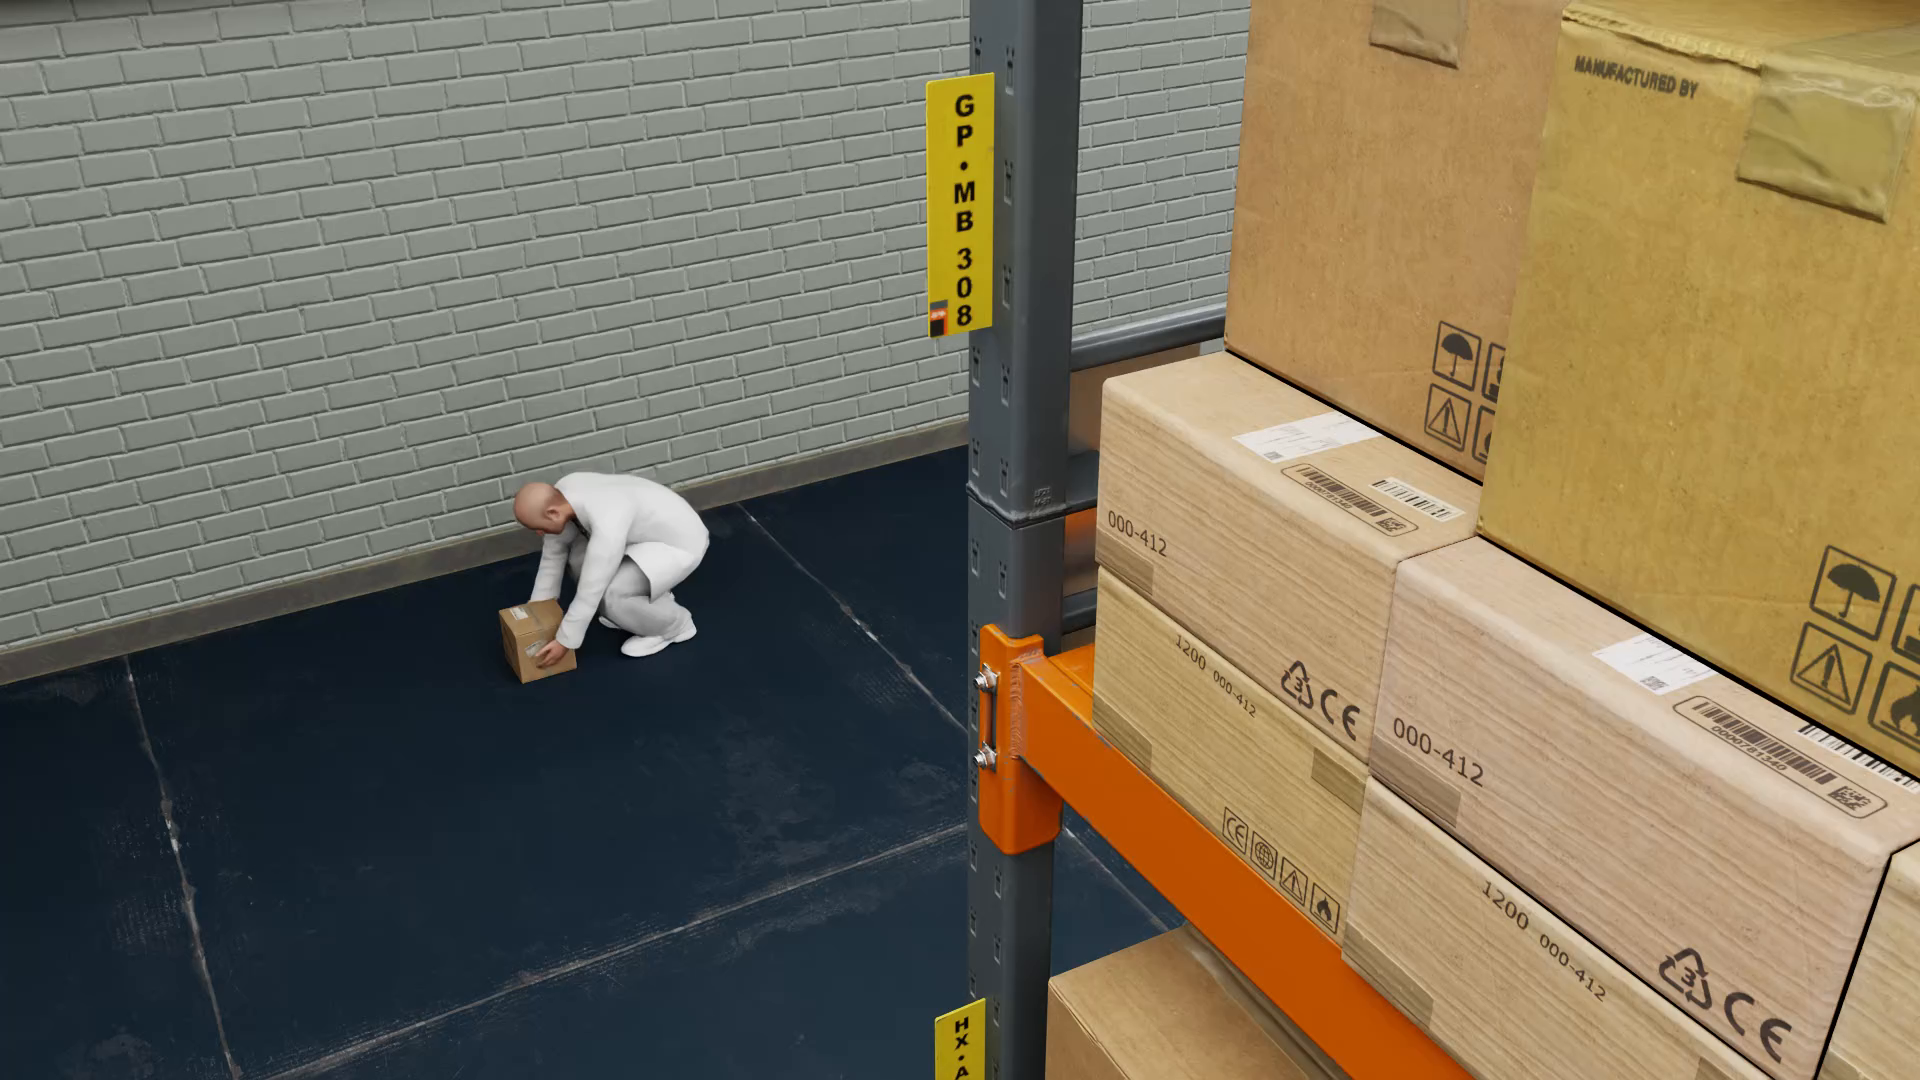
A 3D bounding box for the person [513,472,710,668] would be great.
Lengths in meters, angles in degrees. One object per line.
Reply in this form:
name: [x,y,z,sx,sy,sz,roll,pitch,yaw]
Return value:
person: [-1.555,0.079,7.425,0.909,0.891,0.609,-16,32,-26]
